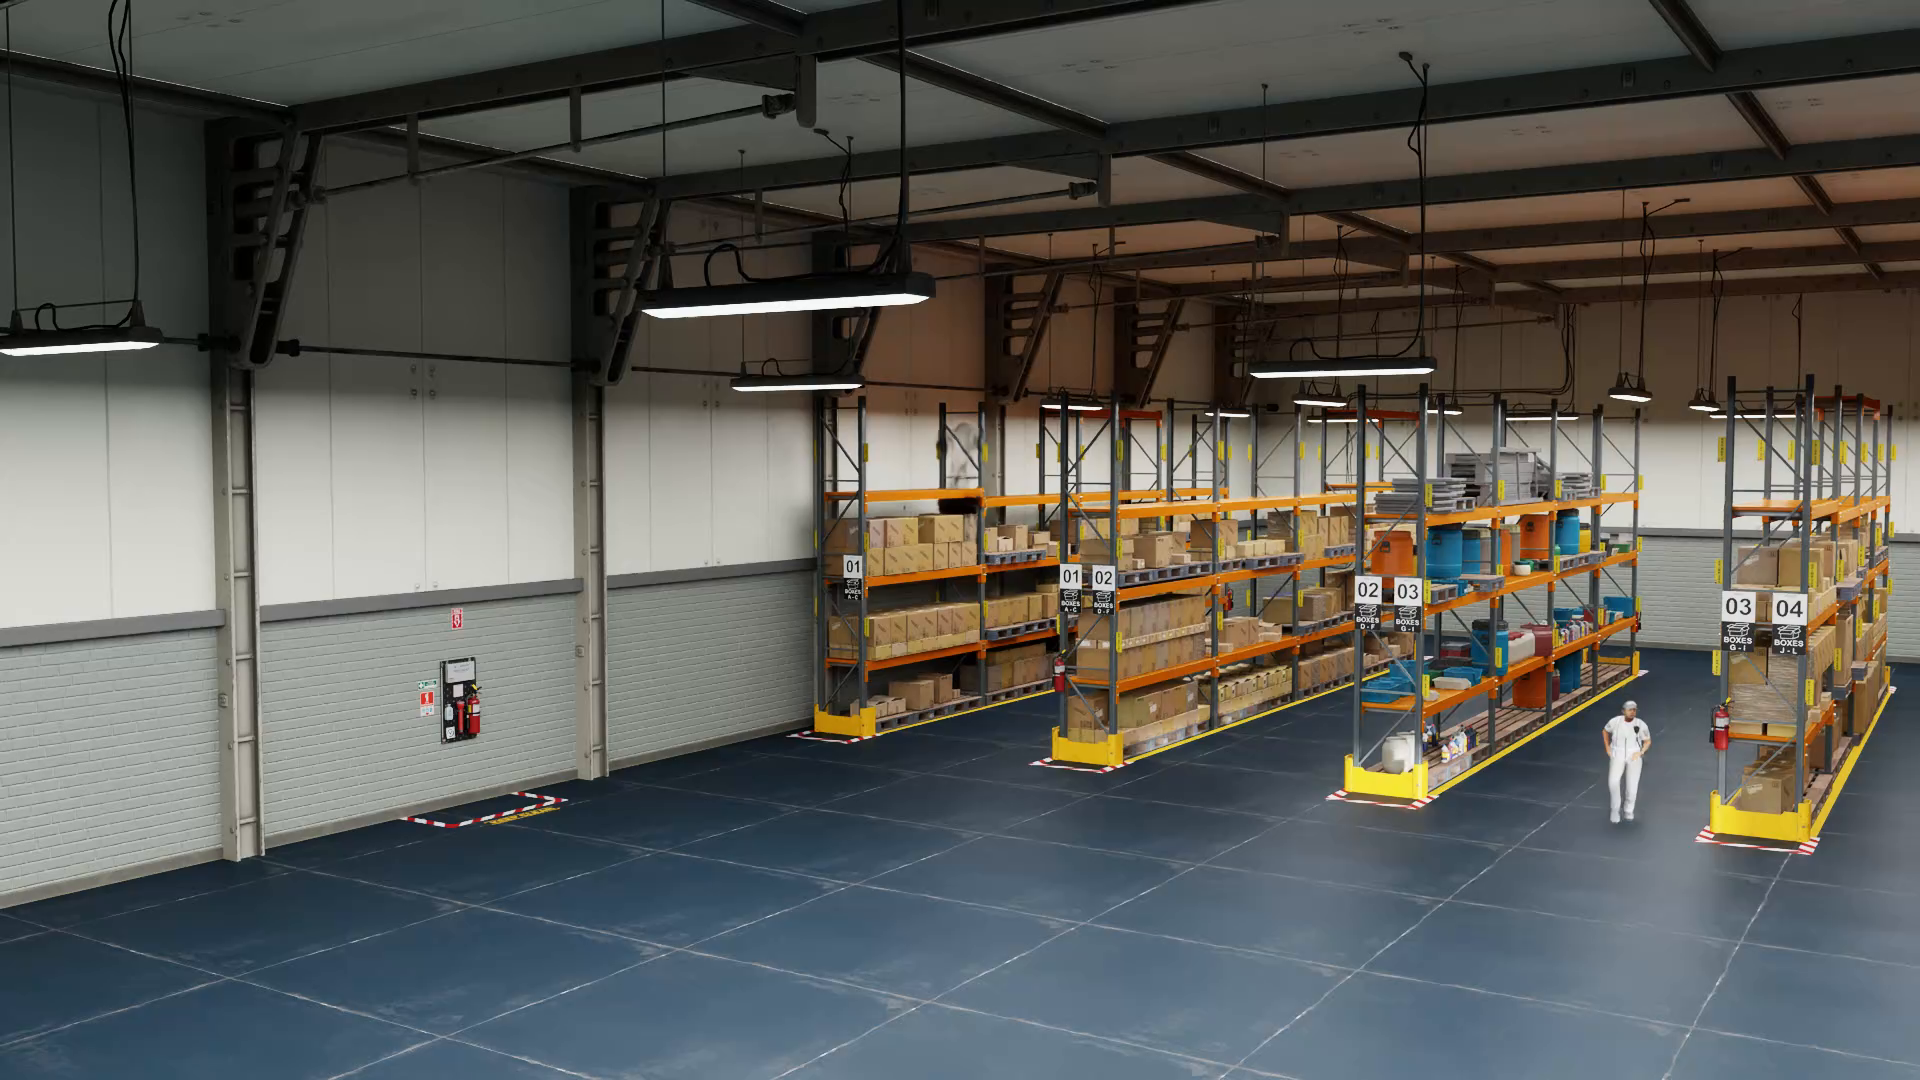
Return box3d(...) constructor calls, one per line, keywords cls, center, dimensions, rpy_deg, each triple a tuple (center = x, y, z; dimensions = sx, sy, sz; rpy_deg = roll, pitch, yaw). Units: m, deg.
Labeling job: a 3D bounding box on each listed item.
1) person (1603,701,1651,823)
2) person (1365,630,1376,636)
box3d(cls="person", center=(9.031, 3.003, 22.546), dimensions=(0.619, 1.665, 0.648), rpy_deg=(1, 3, 24))
box3d(cls="person", center=(10.371, 1.990, 41.888), dimensions=(0.745, 1.702, 0.541), rpy_deg=(2, 4, 40))
